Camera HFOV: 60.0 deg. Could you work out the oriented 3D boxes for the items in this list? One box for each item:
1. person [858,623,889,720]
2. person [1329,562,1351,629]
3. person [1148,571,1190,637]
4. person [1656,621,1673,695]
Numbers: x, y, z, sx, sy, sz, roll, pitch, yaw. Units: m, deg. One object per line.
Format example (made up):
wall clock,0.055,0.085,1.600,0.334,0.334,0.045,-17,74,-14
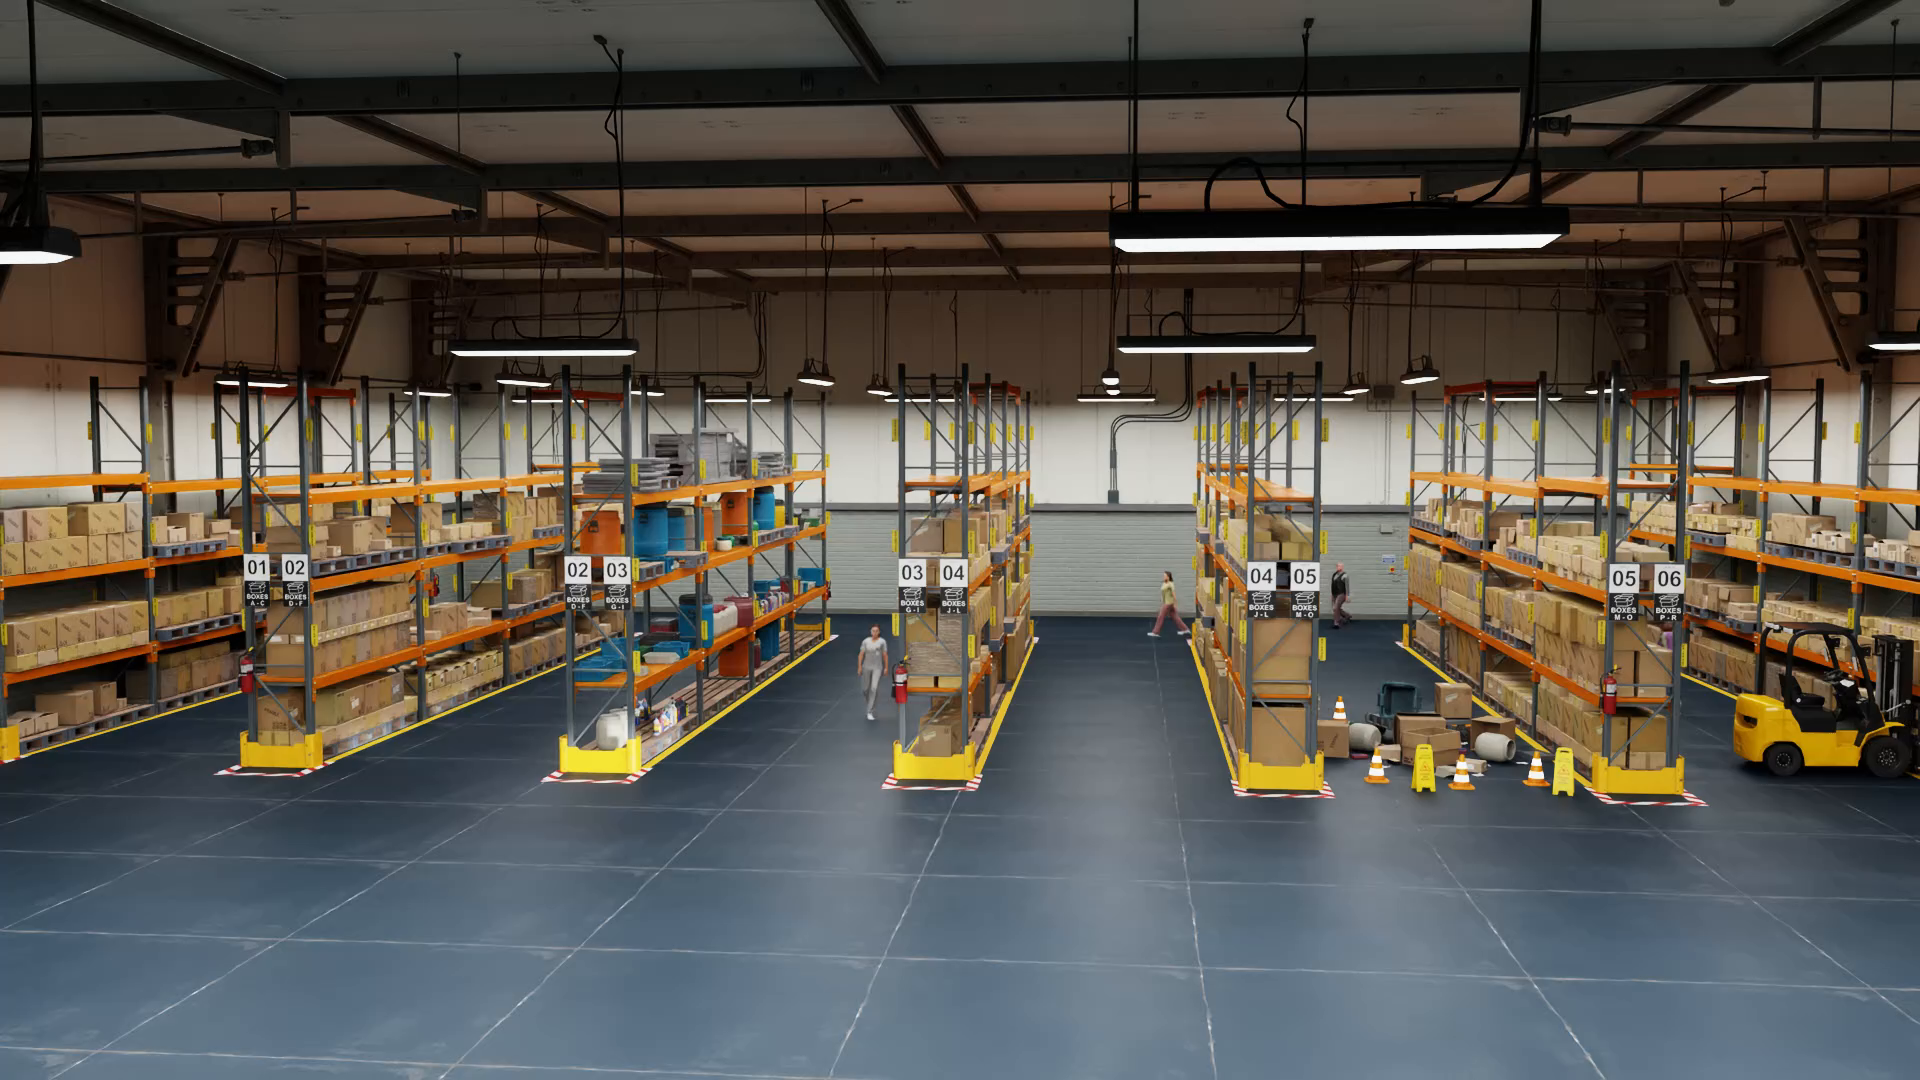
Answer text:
person,-1.537,2.302,29.438,0.517,1.670,0.755,0,4,5
person,9.748,1.414,42.545,0.820,1.699,0.534,-2,4,-25
person,5.122,1.567,40.823,1.052,1.618,0.432,0,4,0
person,12.937,2.274,30.388,0.408,1.617,0.625,0,4,-7
